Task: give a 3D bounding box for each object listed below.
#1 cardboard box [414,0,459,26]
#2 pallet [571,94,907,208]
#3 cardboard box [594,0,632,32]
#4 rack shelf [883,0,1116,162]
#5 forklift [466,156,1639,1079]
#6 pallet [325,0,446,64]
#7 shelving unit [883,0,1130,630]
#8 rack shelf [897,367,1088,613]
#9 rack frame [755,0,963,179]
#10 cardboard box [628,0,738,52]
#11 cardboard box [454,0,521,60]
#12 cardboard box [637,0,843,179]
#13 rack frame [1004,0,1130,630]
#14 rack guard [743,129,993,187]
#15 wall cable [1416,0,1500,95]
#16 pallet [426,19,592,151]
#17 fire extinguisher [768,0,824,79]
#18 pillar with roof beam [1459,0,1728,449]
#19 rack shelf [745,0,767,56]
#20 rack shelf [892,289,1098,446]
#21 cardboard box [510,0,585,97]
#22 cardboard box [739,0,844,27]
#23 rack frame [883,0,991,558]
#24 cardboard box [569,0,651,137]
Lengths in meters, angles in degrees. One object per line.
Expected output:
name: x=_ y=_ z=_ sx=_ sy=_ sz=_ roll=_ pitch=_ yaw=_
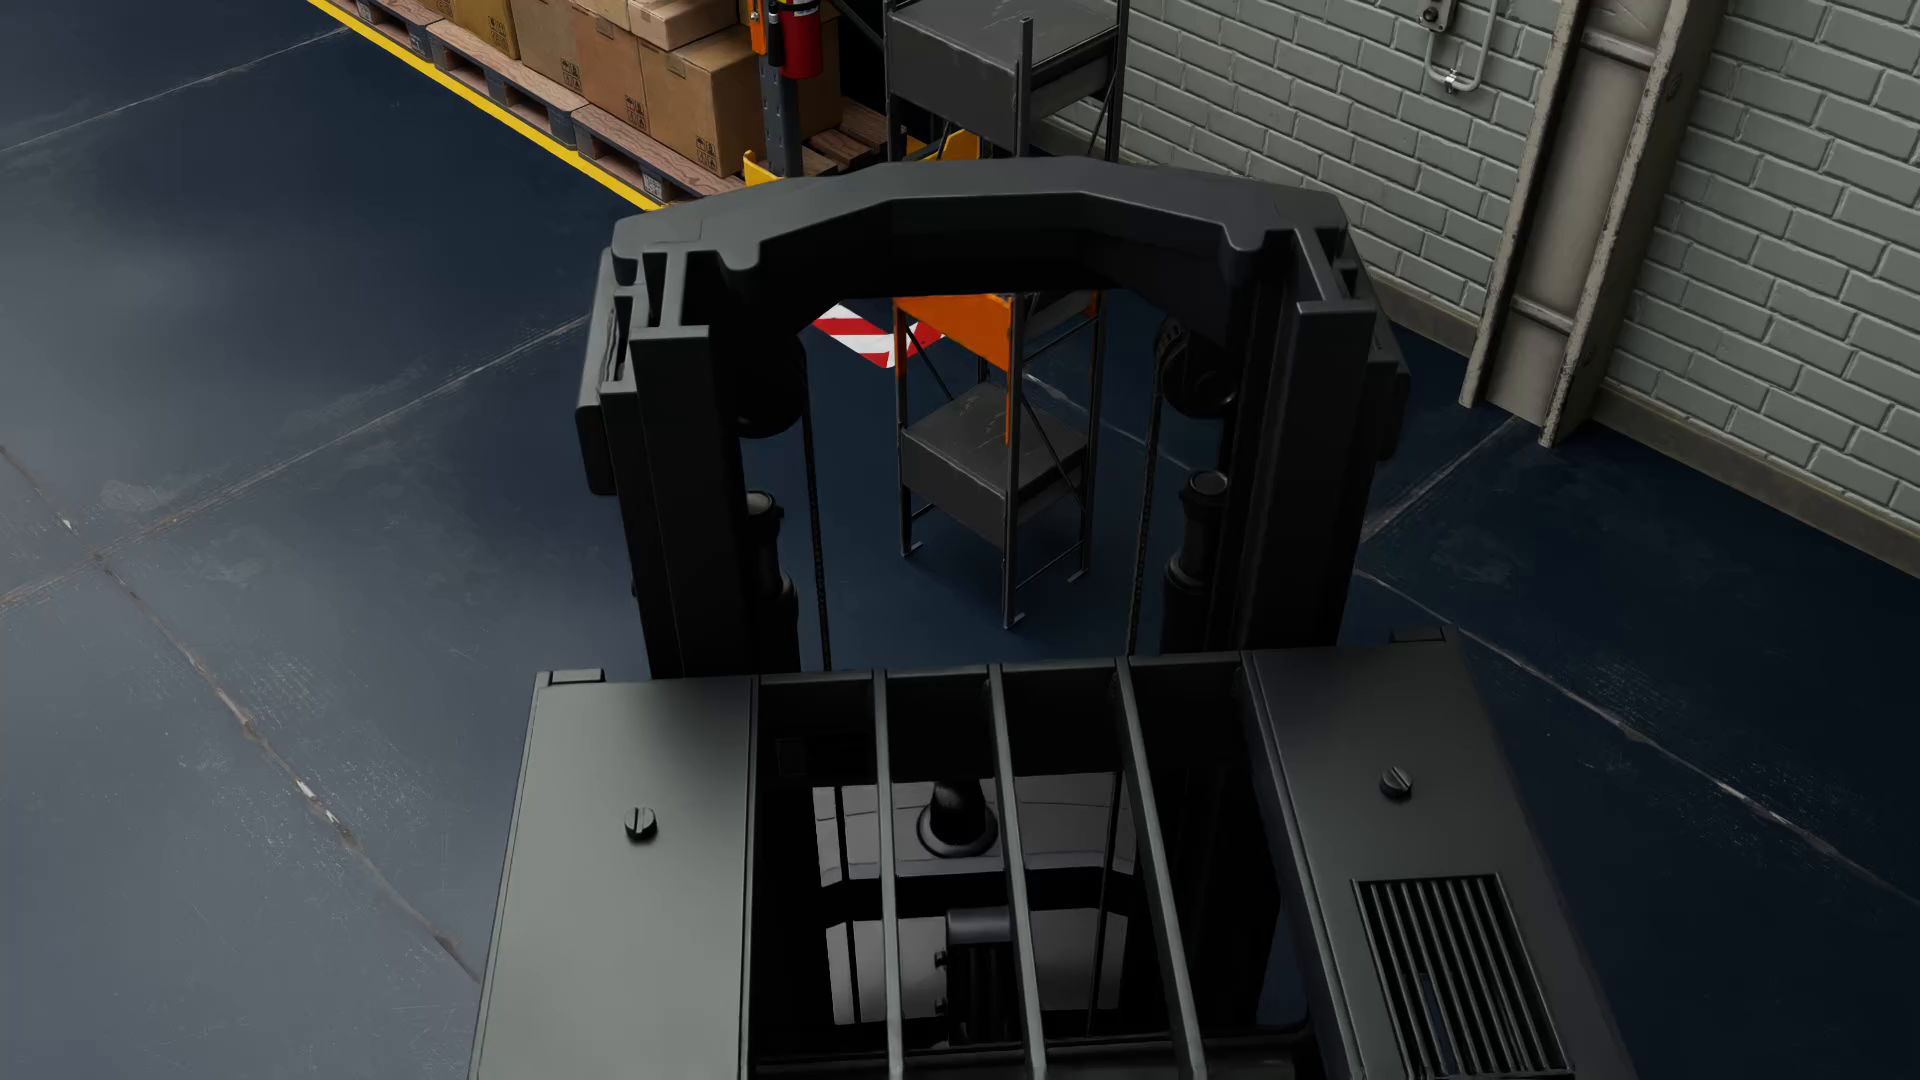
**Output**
cardboard box: x=-2.397 y=-2.993 z=8.311 sx=0.500 sy=0.500 sz=0.700 roll=34 pitch=52 yaw=31
pallet: x=-1.000 y=-1.809 z=7.552 sx=1.003 sy=0.211 sz=1.213 roll=-34 pitch=53 yaw=-31
cardboard box: x=-1.346 y=-2.346 z=7.133 sx=0.380 sy=0.149 sz=0.250 roll=-33 pitch=52 yaw=-30
rack shelf: x=0.117 y=-1.196 z=4.486 sx=0.431 sy=0.518 sz=0.480 roll=-34 pitch=53 yaw=-31
forklift: x=0.070 y=1.087 z=2.414 sx=1.130 sy=2.935 sz=3.031 roll=-3 pitch=43 yaw=-3
pallet: x=-2.723 y=-2.981 z=8.821 sx=1.003 sy=0.211 sz=1.213 roll=-34 pitch=53 yaw=-31
shelving unit: x=0.117 y=-0.692 z=4.951 sx=0.431 sy=2.100 sz=0.503 roll=-34 pitch=53 yaw=-31
rack shelf: x=0.117 y=-0.168 z=5.436 sx=0.431 sy=0.518 sz=0.480 roll=-34 pitch=53 yaw=-31
rack frame: x=-0.380 y=-2.486 z=6.230 sx=1.000 sy=3.000 sz=0.127 roll=-34 pitch=53 yaw=-31
cardboard box: x=-1.165 y=-2.223 z=7.000 sx=0.250 sy=0.149 sz=0.380 roll=34 pitch=52 yaw=31
cardboard box: x=-2.036 y=-2.745 z=8.043 sx=0.700 sy=0.500 sz=0.500 roll=-33 pitch=52 yaw=-30
cardboard box: x=-0.945 y=-2.011 z=7.248 sx=0.700 sy=0.500 sz=0.500 roll=-34 pitch=53 yaw=-31
rack frame: x=0.289 y=-0.574 z=4.824 sx=0.400 sy=2.100 sz=0.015 roll=-34 pitch=53 yaw=-31
rack guard: x=-0.363 y=-1.557 z=7.066 sx=1.175 sy=0.500 sz=0.348 roll=-34 pitch=53 yaw=-31
wall cable: x=1.194 y=-2.697 z=5.710 sx=0.084 sy=1.984 sz=1.851 roll=-34 pitch=53 yaw=-31
pallet: x=-1.858 y=-2.395 z=8.186 sx=1.003 sy=0.211 sz=1.213 roll=-34 pitch=53 yaw=-31
fire extinguisher: x=-0.600 y=-2.027 z=6.065 sx=0.296 sy=0.674 sz=0.183 roll=-34 pitch=53 yaw=-31
pillar with roof beam: x=-0.909 y=-1.743 z=1.006 sx=9.100 sy=9.000 sz=0.400 roll=-34 pitch=53 yaw=-31
rack shelf: x=-1.793 y=-3.183 z=7.514 sx=1.077 sy=0.370 sz=4.000 roll=-34 pitch=53 yaw=-31
rack shelf: x=0.117 y=-0.682 z=4.961 sx=0.431 sy=0.518 sz=0.480 roll=-34 pitch=53 yaw=-31
cardboard box: x=-1.654 y=-2.493 z=7.770 sx=0.500 sy=0.500 sz=0.700 roll=32 pitch=52 yaw=30
cardboard box: x=-0.716 y=-2.285 z=7.067 sx=0.380 sy=0.149 sz=0.250 roll=-34 pitch=52 yaw=-31
rack frame: x=-0.055 y=-0.809 z=5.078 sx=0.400 sy=2.100 sz=0.015 roll=-34 pitch=53 yaw=-31
cardboard box: x=-1.299 y=-2.251 z=7.508 sx=0.500 sy=0.500 sz=0.700 roll=34 pitch=53 yaw=31
